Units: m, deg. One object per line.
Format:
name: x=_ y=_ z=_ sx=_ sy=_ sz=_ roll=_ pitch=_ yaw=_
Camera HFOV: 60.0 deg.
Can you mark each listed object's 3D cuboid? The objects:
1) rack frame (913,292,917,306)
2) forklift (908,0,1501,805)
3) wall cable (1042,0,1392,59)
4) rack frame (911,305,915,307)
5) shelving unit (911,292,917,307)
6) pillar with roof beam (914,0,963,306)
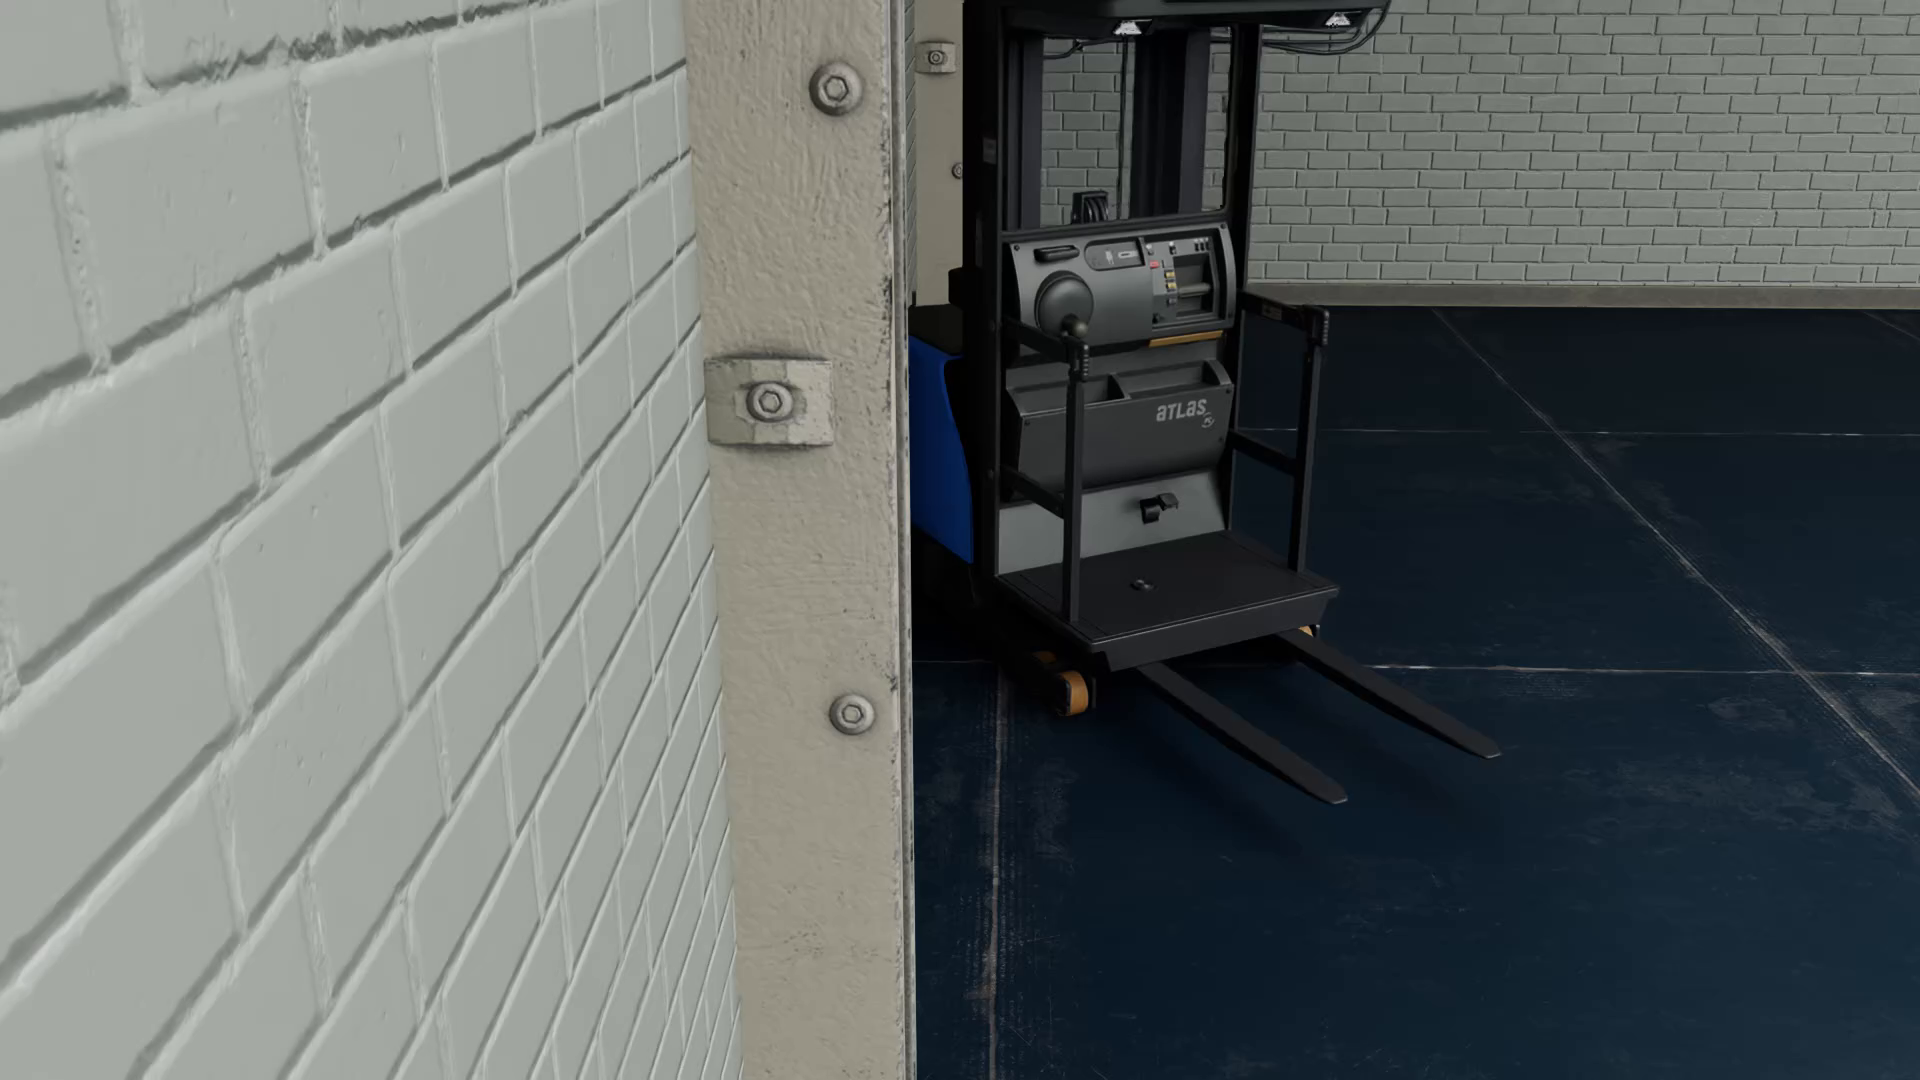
rack frame: x=-0.112 y=-0.632 z=7.690 sx=0.200 sy=1.050 sz=0.008 roll=0 pitch=22 yaw=1
forklift: x=0.700 y=-0.922 z=5.853 sx=1.130 sy=2.935 sz=3.031 roll=-11 pitch=24 yaw=-25
wall cable: x=1.339 y=-4.421 z=10.776 sx=3.097 sy=2.526 sz=0.112 roll=1 pitch=21 yaw=2
rack frame: x=-0.115 y=-0.539 z=7.465 sx=0.200 sy=1.050 sz=0.008 roll=0 pitch=22 yaw=1
shelving unit: x=-0.113 y=-0.585 z=7.578 sx=0.215 sy=1.050 sz=0.252 roll=0 pitch=22 yaw=1
pillar with roof beam: x=4.231 y=-4.771 z=7.384 sx=9.100 sy=9.000 sz=0.400 roll=1 pitch=21 yaw=2
